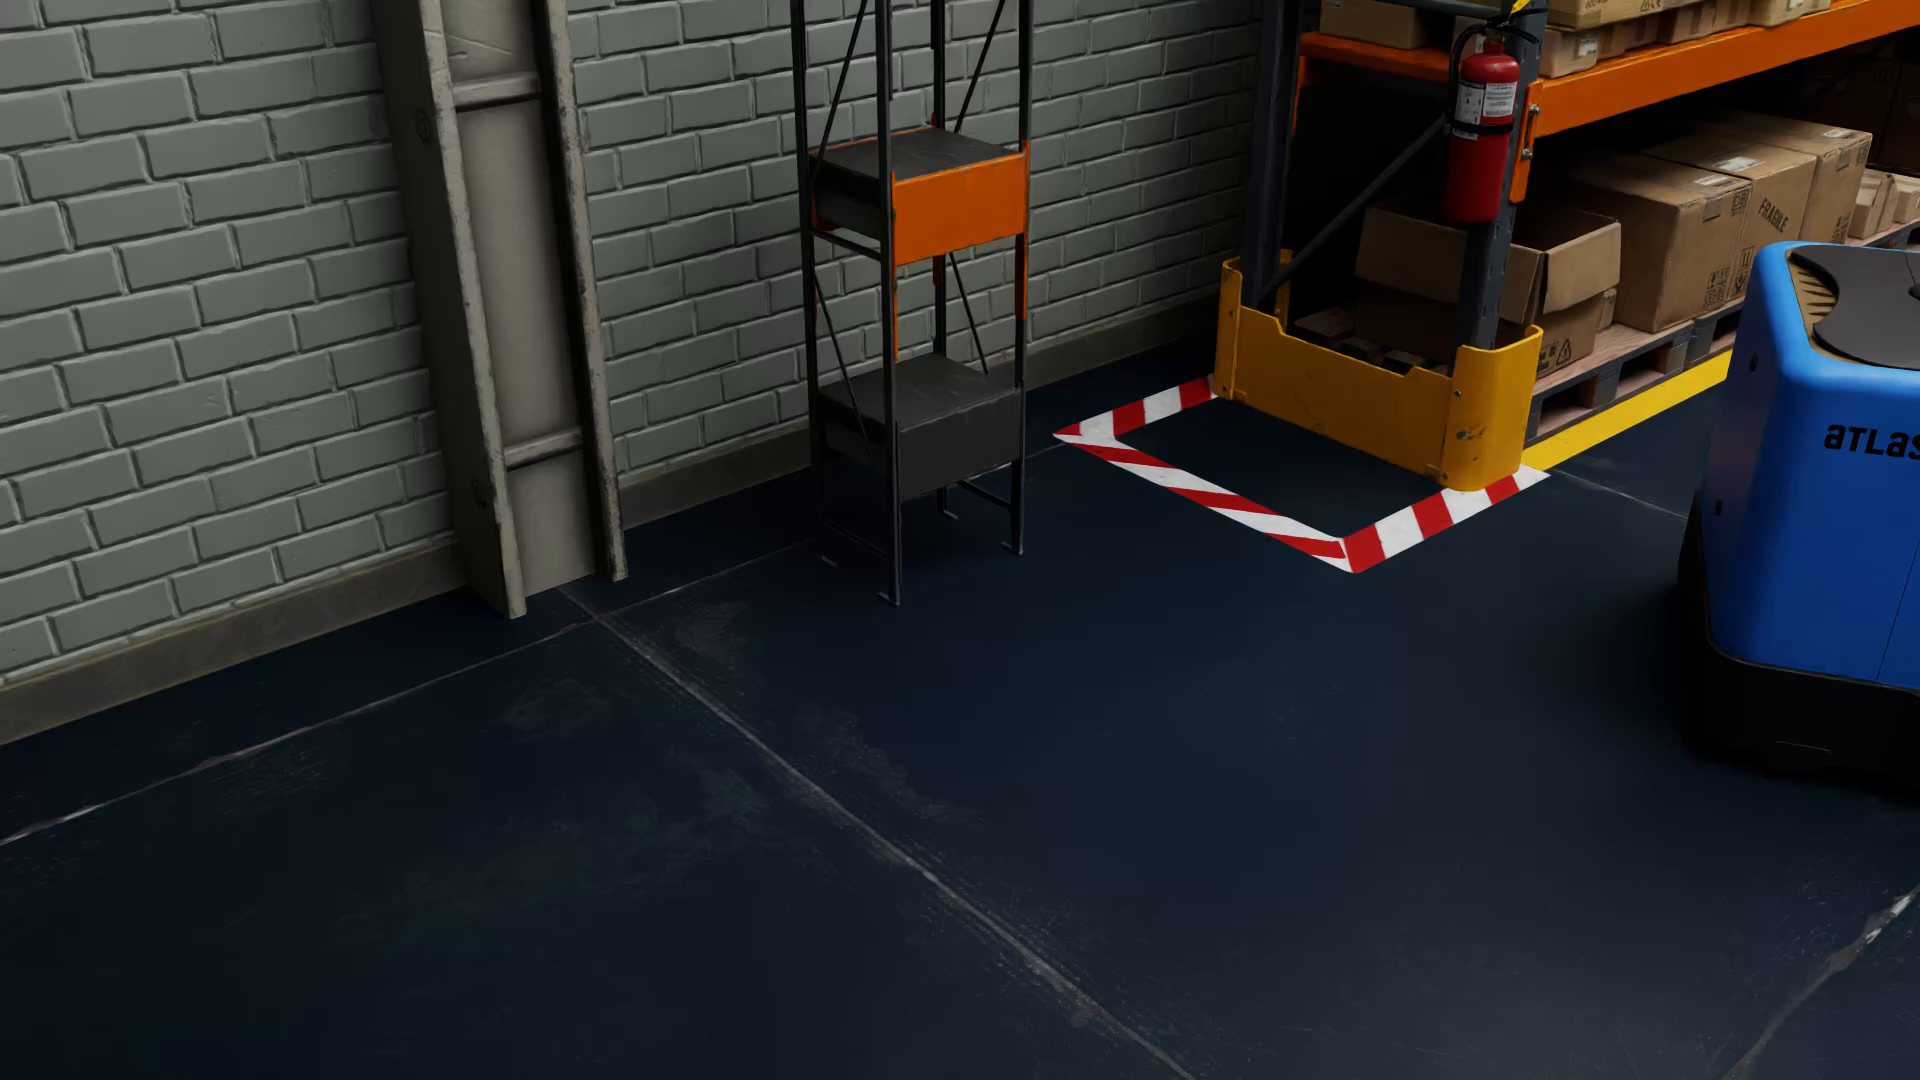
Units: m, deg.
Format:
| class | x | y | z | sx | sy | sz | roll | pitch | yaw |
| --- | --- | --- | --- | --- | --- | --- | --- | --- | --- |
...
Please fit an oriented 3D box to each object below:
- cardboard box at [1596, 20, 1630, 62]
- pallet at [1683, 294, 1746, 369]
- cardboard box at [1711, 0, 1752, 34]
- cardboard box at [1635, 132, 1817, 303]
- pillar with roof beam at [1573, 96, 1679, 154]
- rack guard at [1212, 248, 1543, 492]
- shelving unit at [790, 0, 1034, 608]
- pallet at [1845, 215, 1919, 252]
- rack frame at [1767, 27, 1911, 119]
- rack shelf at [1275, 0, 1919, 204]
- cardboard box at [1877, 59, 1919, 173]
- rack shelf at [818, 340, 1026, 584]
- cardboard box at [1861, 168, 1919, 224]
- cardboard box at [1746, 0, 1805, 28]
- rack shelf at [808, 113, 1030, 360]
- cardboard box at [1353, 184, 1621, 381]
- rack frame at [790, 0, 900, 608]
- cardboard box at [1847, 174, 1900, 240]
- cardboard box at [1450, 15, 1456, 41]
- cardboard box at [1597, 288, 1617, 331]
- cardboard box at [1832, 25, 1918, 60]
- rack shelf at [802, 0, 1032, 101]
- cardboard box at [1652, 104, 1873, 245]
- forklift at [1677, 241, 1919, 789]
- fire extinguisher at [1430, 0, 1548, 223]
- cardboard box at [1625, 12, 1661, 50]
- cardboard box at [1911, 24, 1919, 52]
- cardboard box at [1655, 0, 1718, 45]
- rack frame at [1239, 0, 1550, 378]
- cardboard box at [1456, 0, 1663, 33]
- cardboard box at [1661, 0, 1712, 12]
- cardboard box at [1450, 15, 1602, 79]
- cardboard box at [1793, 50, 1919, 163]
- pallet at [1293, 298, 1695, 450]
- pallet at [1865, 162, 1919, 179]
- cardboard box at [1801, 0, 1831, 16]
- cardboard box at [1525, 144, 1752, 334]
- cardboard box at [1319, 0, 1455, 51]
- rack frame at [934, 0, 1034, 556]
| class | x | y | z | sx | sy | sz | roll | pitch | yaw |
| --- | --- | --- | --- | --- | --- | --- | --- | --- | --- |
| cardboard box | 1.974 | -1.694 | 5.505 | 0.250 | 0.149 | 0.380 | -21 | 35 | -34 |
| pallet | 2.974 | -1.117 | 7.117 | 1.213 | 0.211 | 1.003 | -22 | 35 | -35 |
| cardboard box | 2.582 | -1.926 | 5.938 | 0.250 | 0.149 | 0.380 | -21 | 35 | -34 |
| cardboard box | 3.052 | -1.318 | 6.740 | 0.500 | 0.500 | 0.500 | -21 | 35 | -34 |
| pillar with roof beam | 6.105 | -4.145 | 3.458 | 0.400 | 9.000 | 9.100 | -22 | 35 | -35 |
| rack guard | 1.441 | -0.630 | 5.898 | 0.348 | 0.500 | 1.175 | -22 | 35 | -35 |
| shelving unit | -0.126 | -0.875 | 4.660 | 0.503 | 2.100 | 0.431 | -22 | 35 | -35 |
| pallet | 3.903 | -1.493 | 7.819 | 1.213 | 0.211 | 1.003 | -22 | 35 | -35 |
| rack frame | 4.426 | -2.932 | 7.555 | 0.127 | 3.000 | 1.000 | -22 | 35 | -35 |
| rack shelf | 2.904 | -2.003 | 6.579 | 4.000 | 0.370 | 1.077 | -22 | 35 | -35 |
| cardboard box | 4.940 | -2.082 | 8.171 | 0.500 | 0.500 | 0.500 | -20 | 34 | -33 |
| rack shelf | -0.126 | -0.246 | 4.997 | 0.480 | 0.518 | 0.431 | -22 | 35 | -35 |
| cardboard box | 4.193 | -1.585 | 7.612 | 0.250 | 0.149 | 0.380 | -23 | 36 | -36 |
| cardboard box | 2.823 | -1.976 | 6.032 | 0.250 | 0.149 | 0.380 | -23 | 36 | -36 |
| rack shelf | -0.126 | -0.863 | 4.667 | 0.480 | 0.518 | 0.431 | -22 | 35 | -35 |
| cardboard box | 1.910 | -0.946 | 6.041 | 0.637 | 0.503 | 0.797 | -24 | 36 | -37 |
| rack frame | -0.312 | -0.801 | 4.521 | 0.015 | 2.100 | 0.400 | -22 | 35 | -35 |
| cardboard box | 3.921 | -1.527 | 7.380 | 0.258 | 0.266 | 0.396 | -20 | 34 | -33 |
| cardboard box | 1.694 | -1.851 | 5.798 | 0.250 | 0.149 | 0.380 | -21 | 34 | -34 |
| cardboard box | 2.258 | -0.906 | 6.341 | 0.250 | 0.149 | 0.380 | -24 | 36 | -37 |
| cardboard box | 4.519 | -2.517 | 8.296 | 0.250 | 0.149 | 0.380 | -24 | 36 | -37 |
| rack shelf | -0.126 | -1.481 | 4.337 | 0.480 | 0.518 | 0.431 | -22 | 35 | -35 |
| cardboard box | 3.375 | -1.510 | 7.099 | 0.500 | 0.500 | 0.700 | -23 | 36 | -37 |
| forklift | 3.427 | -0.728 | 3.503 | 3.031 | 2.935 | 1.130 | 9 | 30 | 17 |
| fire extinguisher | 1.571 | -1.299 | 4.977 | 0.183 | 0.674 | 0.296 | -22 | 35 | -35 |
| cardboard box | 2.152 | -1.787 | 5.679 | 0.250 | 0.149 | 0.380 | -22 | 35 | -36 |
| cardboard box | 4.715 | -2.600 | 8.450 | 0.250 | 0.149 | 0.380 | -22 | 35 | -35 |
| cardboard box | 2.384 | -1.843 | 5.782 | 0.250 | 0.149 | 0.380 | -21 | 34 | -33 |
| rack frame | 1.383 | -1.709 | 5.265 | 0.127 | 3.000 | 1.000 | -22 | 35 | -35 |
| cardboard box | 1.903 | -1.816 | 5.309 | 0.500 | 0.250 | 0.500 | -22 | 35 | -35 |
| cardboard box | 2.286 | -1.970 | 5.598 | 0.500 | 0.250 | 0.500 | -21 | 35 | -34 |
| cardboard box | 1.811 | -1.600 | 5.328 | 0.250 | 0.149 | 0.380 | -22 | 35 | -35 |
| cardboard box | 4.607 | -2.271 | 8.524 | 0.500 | 0.500 | 0.500 | -22 | 35 | -35 |
| pallet | 2.046 | -0.746 | 6.423 | 1.213 | 0.211 | 1.003 | -22 | 35 | -35 |
| pallet | 5.020 | -1.965 | 8.703 | 1.213 | 0.211 | 1.003 | -22 | 35 | -35 |
| cardboard box | 3.010 | -2.064 | 6.197 | 0.250 | 0.149 | 0.380 | -21 | 35 | -34 |
| cardboard box | 2.585 | -1.192 | 6.505 | 0.500 | 0.500 | 0.700 | -20 | 34 | -33 |
| cardboard box | 1.461 | -1.796 | 5.694 | 0.250 | 0.149 | 0.380 | -22 | 35 | -35 |
| rack frame | 0.060 | -0.950 | 4.800 | 0.015 | 2.100 | 0.400 | -22 | 35 | -35 |
